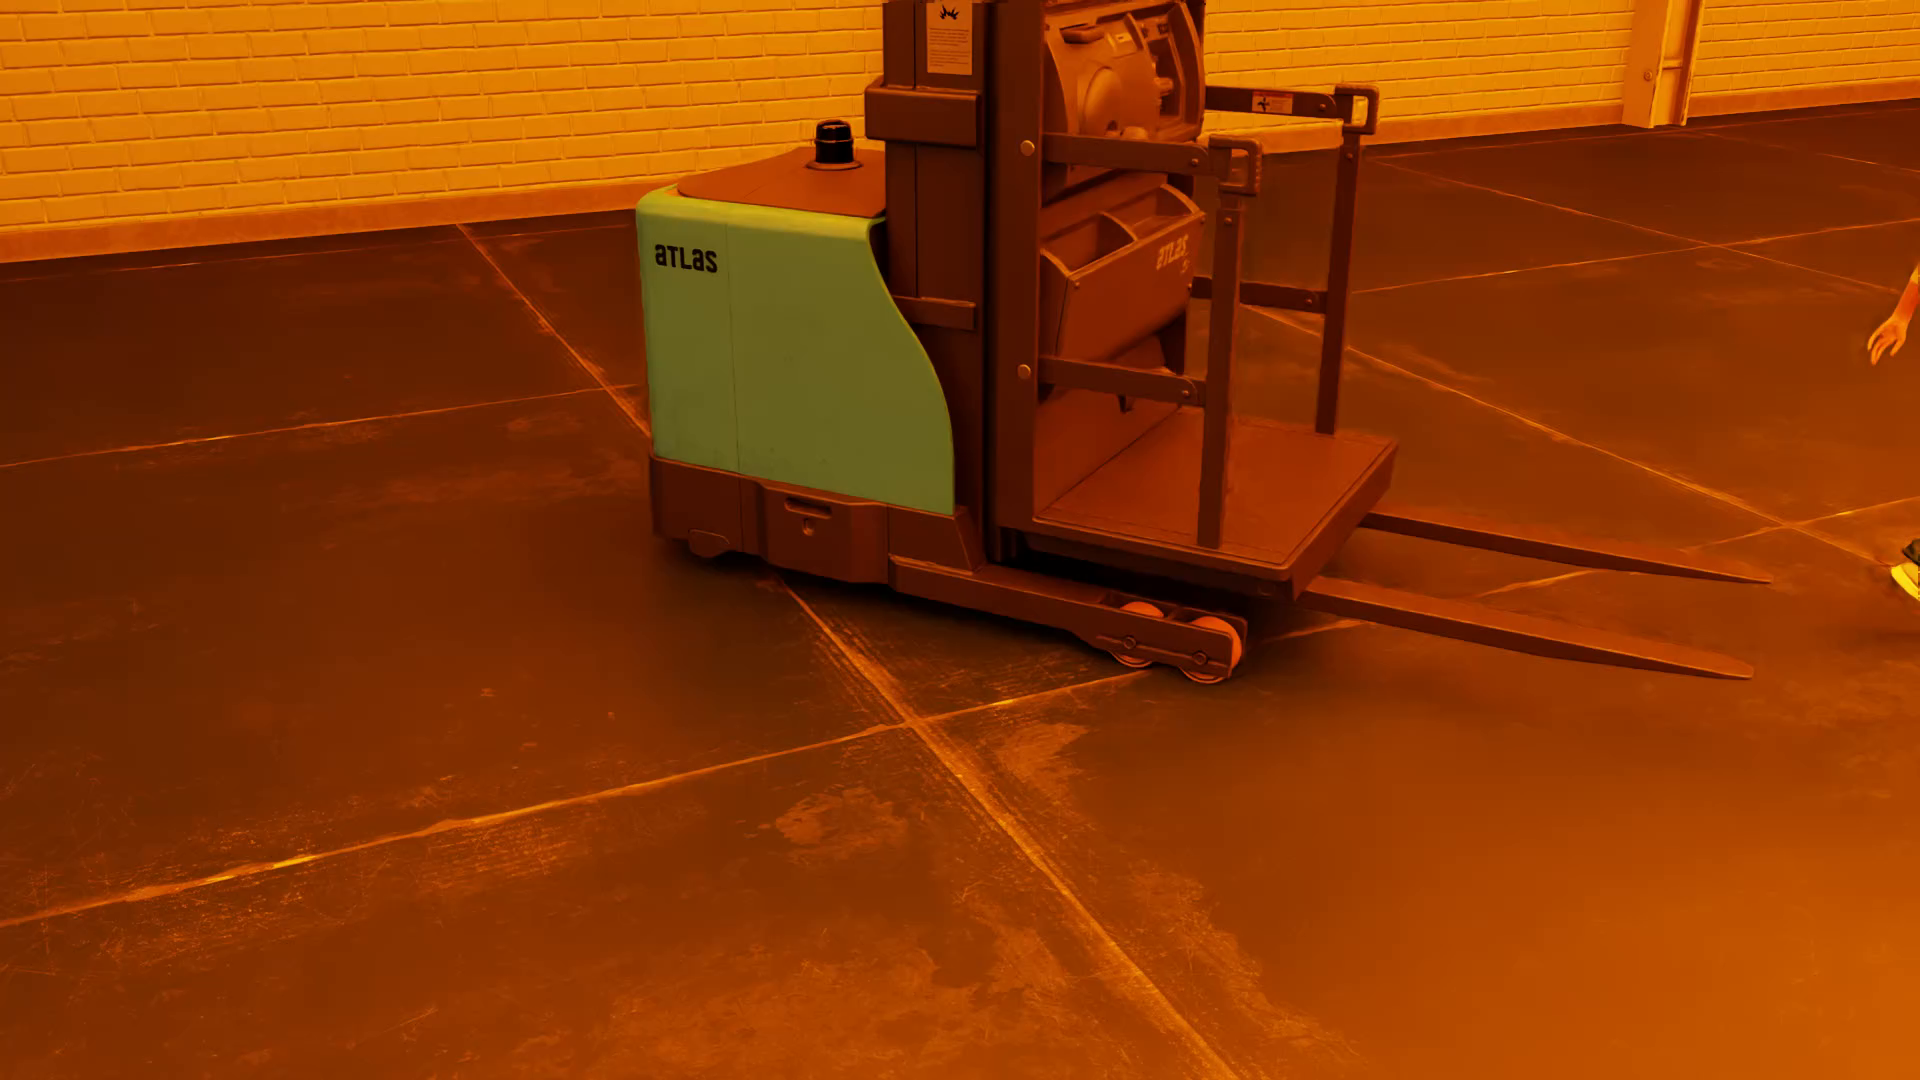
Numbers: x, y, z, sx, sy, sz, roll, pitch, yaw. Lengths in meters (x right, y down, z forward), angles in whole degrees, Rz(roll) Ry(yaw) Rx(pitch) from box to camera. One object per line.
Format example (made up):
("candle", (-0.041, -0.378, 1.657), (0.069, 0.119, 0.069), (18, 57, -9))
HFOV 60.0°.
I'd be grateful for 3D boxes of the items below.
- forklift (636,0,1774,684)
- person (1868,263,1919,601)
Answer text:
("forklift", (0.620, -1.221, 4.225), (3.031, 2.935, 1.130), (12, 25, 26))
("person", (2.791, -0.484, 4.304), (0.659, 1.531, 0.494), (0, 23, 0))
